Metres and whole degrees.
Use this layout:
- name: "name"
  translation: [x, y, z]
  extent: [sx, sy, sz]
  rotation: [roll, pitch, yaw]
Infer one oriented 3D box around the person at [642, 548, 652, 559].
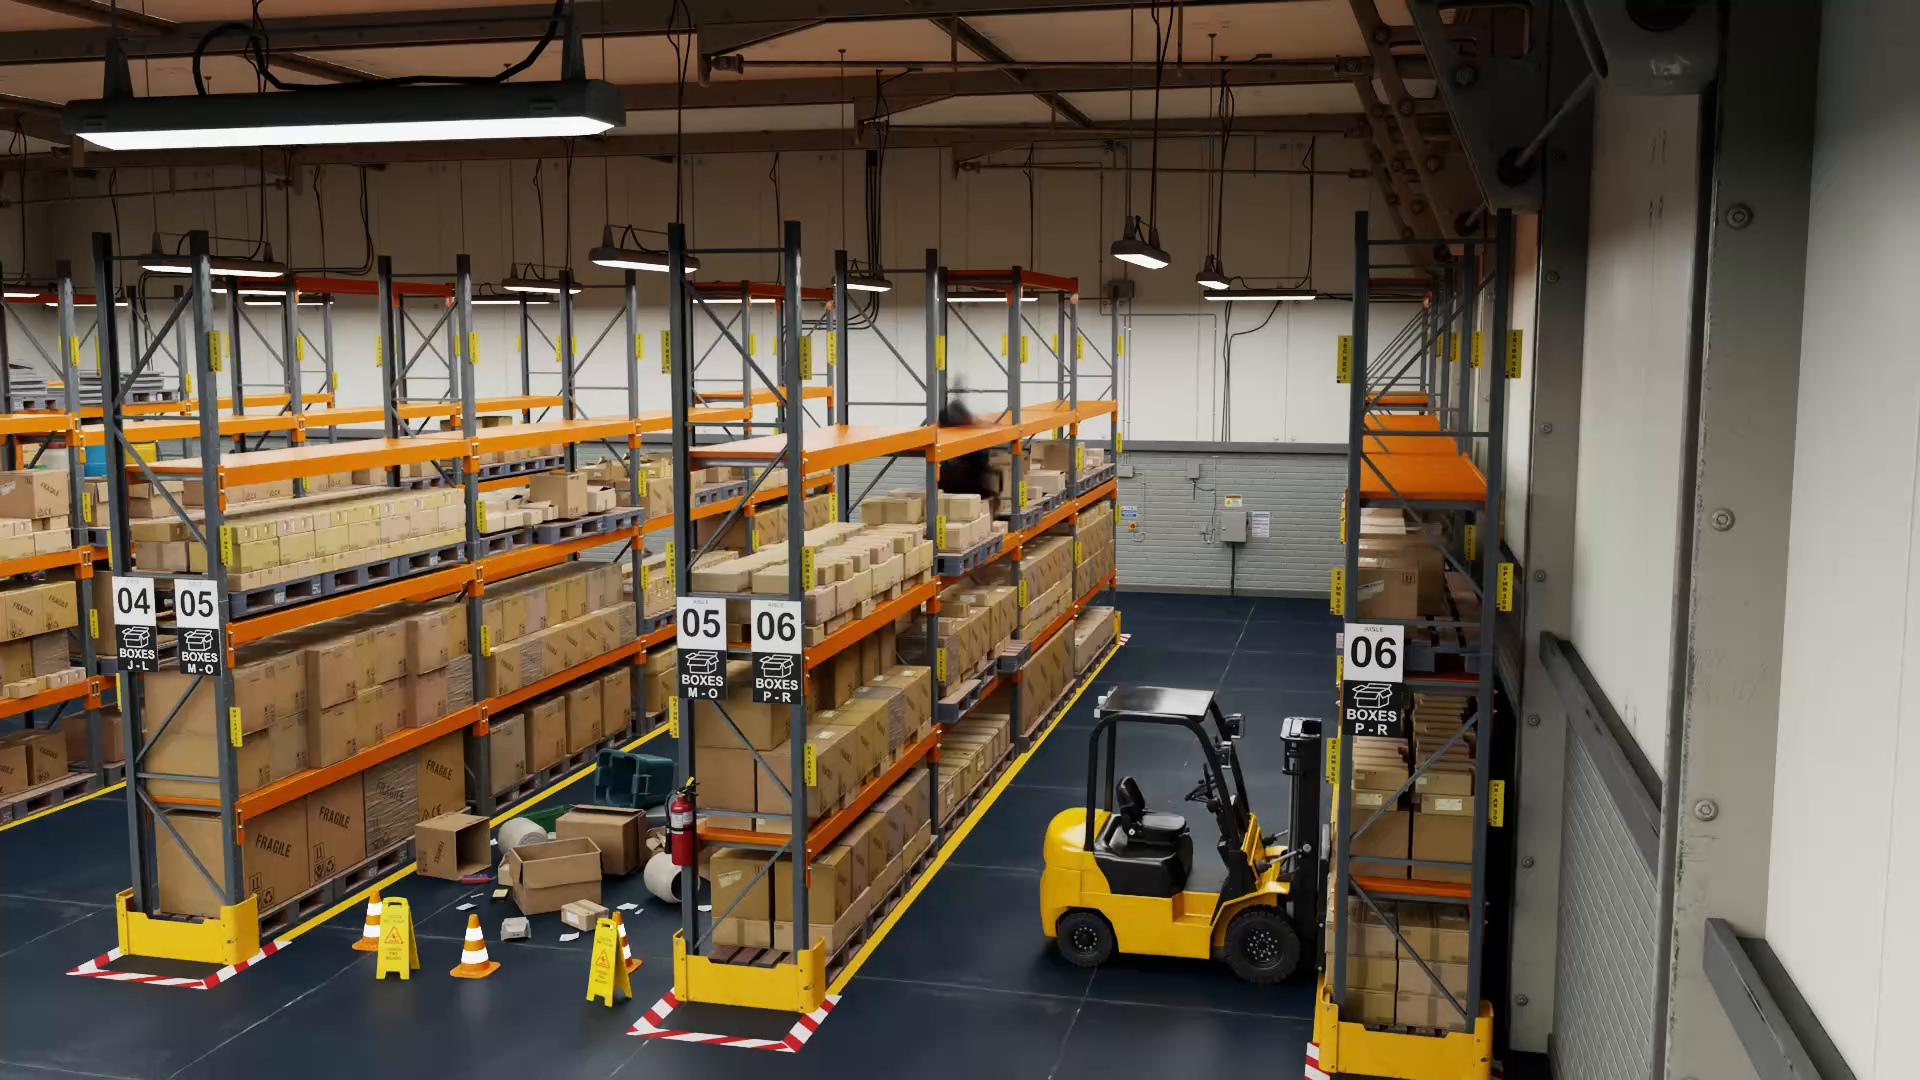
- name: "person"
  translation: [-5.069, 1.011, 26.925]
  extent: [0.641, 1.809, 0.878]
  rotation: [3, 7, 20]
